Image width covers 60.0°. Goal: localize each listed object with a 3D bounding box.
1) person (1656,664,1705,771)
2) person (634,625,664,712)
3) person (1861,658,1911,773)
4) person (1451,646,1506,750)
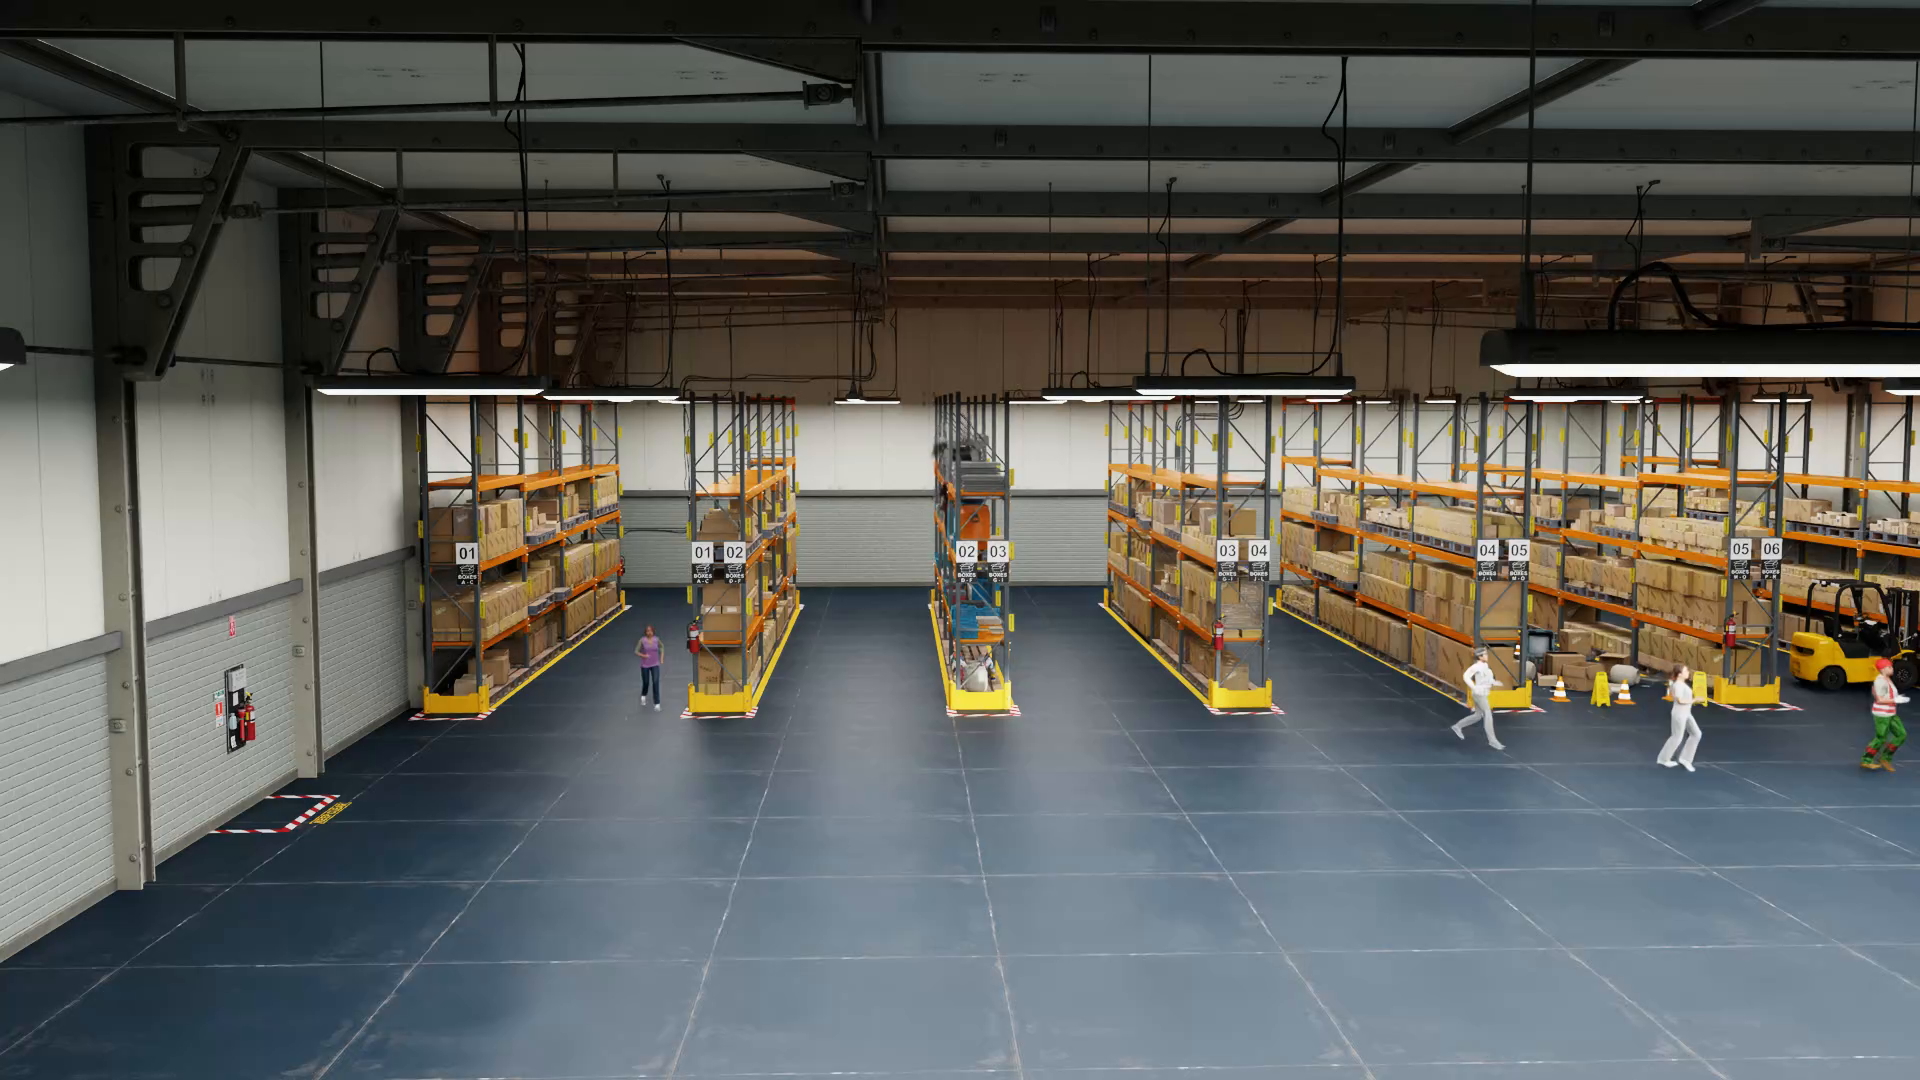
[{"bbox_3d":[11.353,2.798,26.153,0.686,1.708,0.544,3,6,34],"label":"person"},{"bbox_3d":[-5.846,2.397,31.352,0.580,1.584,0.875,-1,5,-17],"label":"person"},{"bbox_3d":[14.492,2.755,25.982,0.681,1.809,0.635,4,6,43],"label":"person"},{"bbox_3d":[8.741,2.633,27.992,0.926,1.708,0.616,3,5,30],"label":"person"}]
